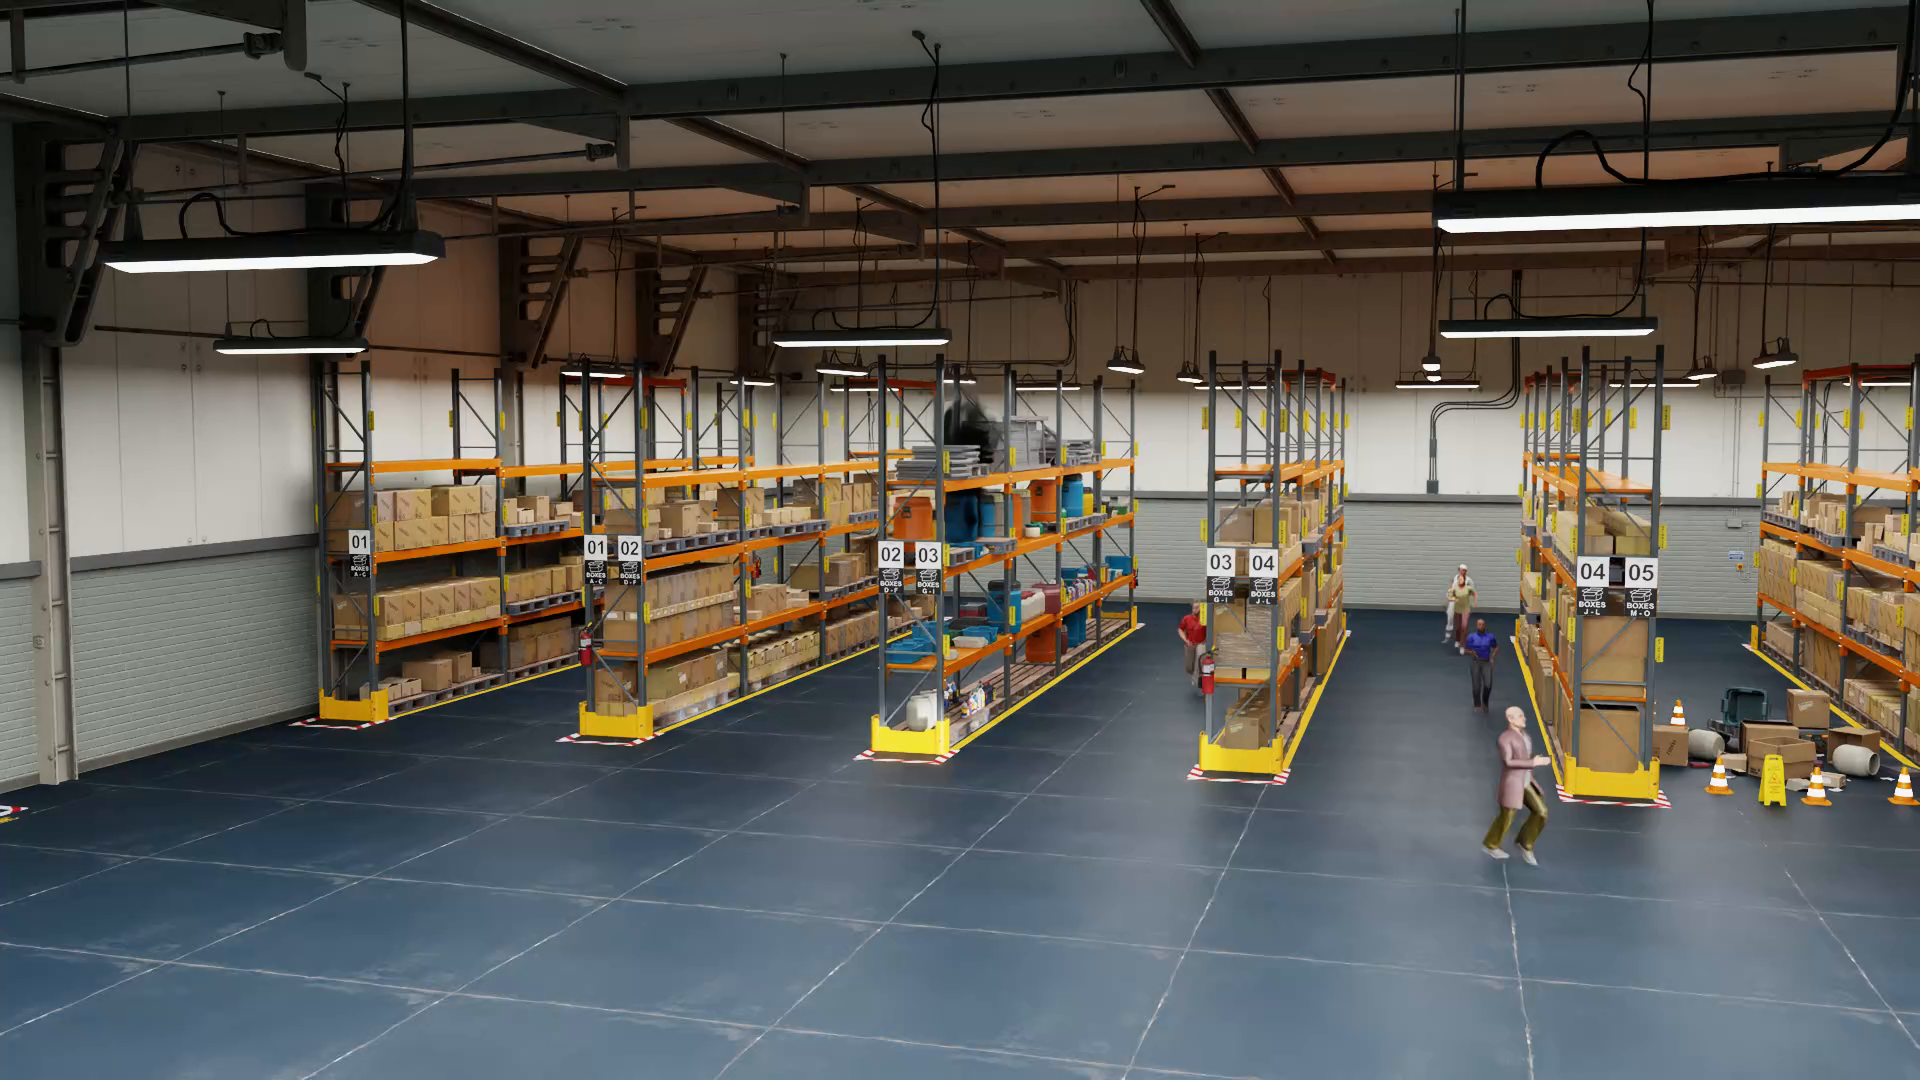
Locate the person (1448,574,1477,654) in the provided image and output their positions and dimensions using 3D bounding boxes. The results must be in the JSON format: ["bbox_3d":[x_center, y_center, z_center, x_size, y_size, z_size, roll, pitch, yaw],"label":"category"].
[{"bbox_3d":[10.911,1.589,36.132,0.584,1.710,0.899,2,4,23],"label":"person"}]

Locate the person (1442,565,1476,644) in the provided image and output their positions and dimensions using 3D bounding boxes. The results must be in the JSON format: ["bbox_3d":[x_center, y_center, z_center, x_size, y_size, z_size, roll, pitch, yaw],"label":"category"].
[{"bbox_3d":[11.354,1.441,37.652,0.686,1.787,0.937,3,5,38],"label":"person"}]

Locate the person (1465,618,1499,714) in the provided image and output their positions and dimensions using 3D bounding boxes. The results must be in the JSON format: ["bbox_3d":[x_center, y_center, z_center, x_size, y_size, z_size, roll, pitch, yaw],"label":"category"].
[{"bbox_3d":[8.894,2.163,28.334,0.560,1.641,0.605,1,4,14],"label":"person"}]

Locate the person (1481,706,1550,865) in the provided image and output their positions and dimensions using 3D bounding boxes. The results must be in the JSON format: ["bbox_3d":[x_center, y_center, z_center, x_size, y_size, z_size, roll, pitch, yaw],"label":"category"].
[{"bbox_3d":[6.286,2.785,18.762,0.689,1.826,0.798,-3,5,-40],"label":"person"}]

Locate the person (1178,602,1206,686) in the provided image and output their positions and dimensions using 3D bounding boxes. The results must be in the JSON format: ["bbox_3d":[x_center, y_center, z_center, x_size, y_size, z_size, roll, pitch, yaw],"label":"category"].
[{"bbox_3d":[4.308,1.900,30.444,0.633,1.539,1.114,1,4,17],"label":"person"}]
